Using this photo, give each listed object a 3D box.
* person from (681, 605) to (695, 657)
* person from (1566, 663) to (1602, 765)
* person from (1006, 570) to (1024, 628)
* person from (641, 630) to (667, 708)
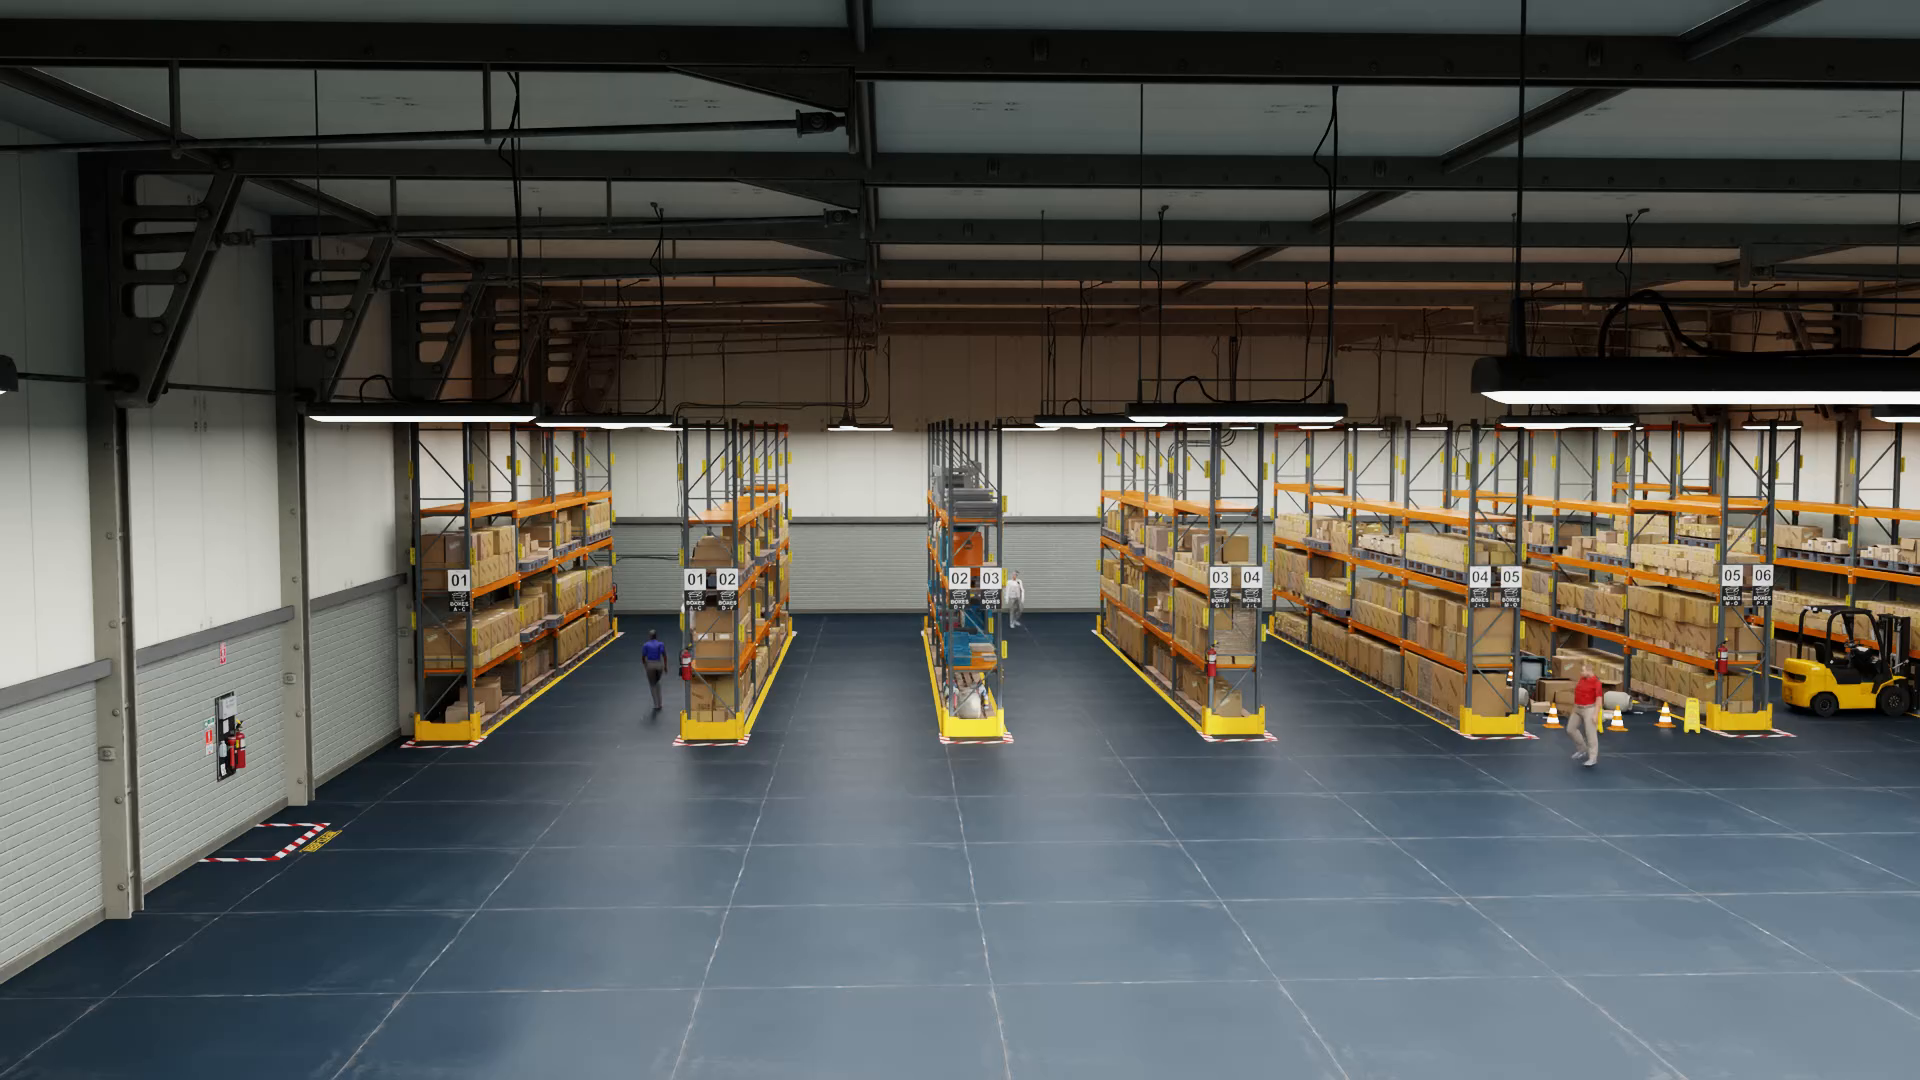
[{"bbox_3d":[-6.731,2.199,41.488,0.613,1.761,0.584,3,5,36],"label":"person"},{"bbox_3d":[10.880,3.008,28.909,0.488,1.745,0.639,-2,4,-29],"label":"person"},{"bbox_3d":[1.626,1.735,49.130,0.511,1.698,0.430,-1,4,-22],"label":"person"},{"bbox_3d":[-6.421,2.719,34.768,0.474,1.708,0.619,-3,5,-37],"label":"person"}]
